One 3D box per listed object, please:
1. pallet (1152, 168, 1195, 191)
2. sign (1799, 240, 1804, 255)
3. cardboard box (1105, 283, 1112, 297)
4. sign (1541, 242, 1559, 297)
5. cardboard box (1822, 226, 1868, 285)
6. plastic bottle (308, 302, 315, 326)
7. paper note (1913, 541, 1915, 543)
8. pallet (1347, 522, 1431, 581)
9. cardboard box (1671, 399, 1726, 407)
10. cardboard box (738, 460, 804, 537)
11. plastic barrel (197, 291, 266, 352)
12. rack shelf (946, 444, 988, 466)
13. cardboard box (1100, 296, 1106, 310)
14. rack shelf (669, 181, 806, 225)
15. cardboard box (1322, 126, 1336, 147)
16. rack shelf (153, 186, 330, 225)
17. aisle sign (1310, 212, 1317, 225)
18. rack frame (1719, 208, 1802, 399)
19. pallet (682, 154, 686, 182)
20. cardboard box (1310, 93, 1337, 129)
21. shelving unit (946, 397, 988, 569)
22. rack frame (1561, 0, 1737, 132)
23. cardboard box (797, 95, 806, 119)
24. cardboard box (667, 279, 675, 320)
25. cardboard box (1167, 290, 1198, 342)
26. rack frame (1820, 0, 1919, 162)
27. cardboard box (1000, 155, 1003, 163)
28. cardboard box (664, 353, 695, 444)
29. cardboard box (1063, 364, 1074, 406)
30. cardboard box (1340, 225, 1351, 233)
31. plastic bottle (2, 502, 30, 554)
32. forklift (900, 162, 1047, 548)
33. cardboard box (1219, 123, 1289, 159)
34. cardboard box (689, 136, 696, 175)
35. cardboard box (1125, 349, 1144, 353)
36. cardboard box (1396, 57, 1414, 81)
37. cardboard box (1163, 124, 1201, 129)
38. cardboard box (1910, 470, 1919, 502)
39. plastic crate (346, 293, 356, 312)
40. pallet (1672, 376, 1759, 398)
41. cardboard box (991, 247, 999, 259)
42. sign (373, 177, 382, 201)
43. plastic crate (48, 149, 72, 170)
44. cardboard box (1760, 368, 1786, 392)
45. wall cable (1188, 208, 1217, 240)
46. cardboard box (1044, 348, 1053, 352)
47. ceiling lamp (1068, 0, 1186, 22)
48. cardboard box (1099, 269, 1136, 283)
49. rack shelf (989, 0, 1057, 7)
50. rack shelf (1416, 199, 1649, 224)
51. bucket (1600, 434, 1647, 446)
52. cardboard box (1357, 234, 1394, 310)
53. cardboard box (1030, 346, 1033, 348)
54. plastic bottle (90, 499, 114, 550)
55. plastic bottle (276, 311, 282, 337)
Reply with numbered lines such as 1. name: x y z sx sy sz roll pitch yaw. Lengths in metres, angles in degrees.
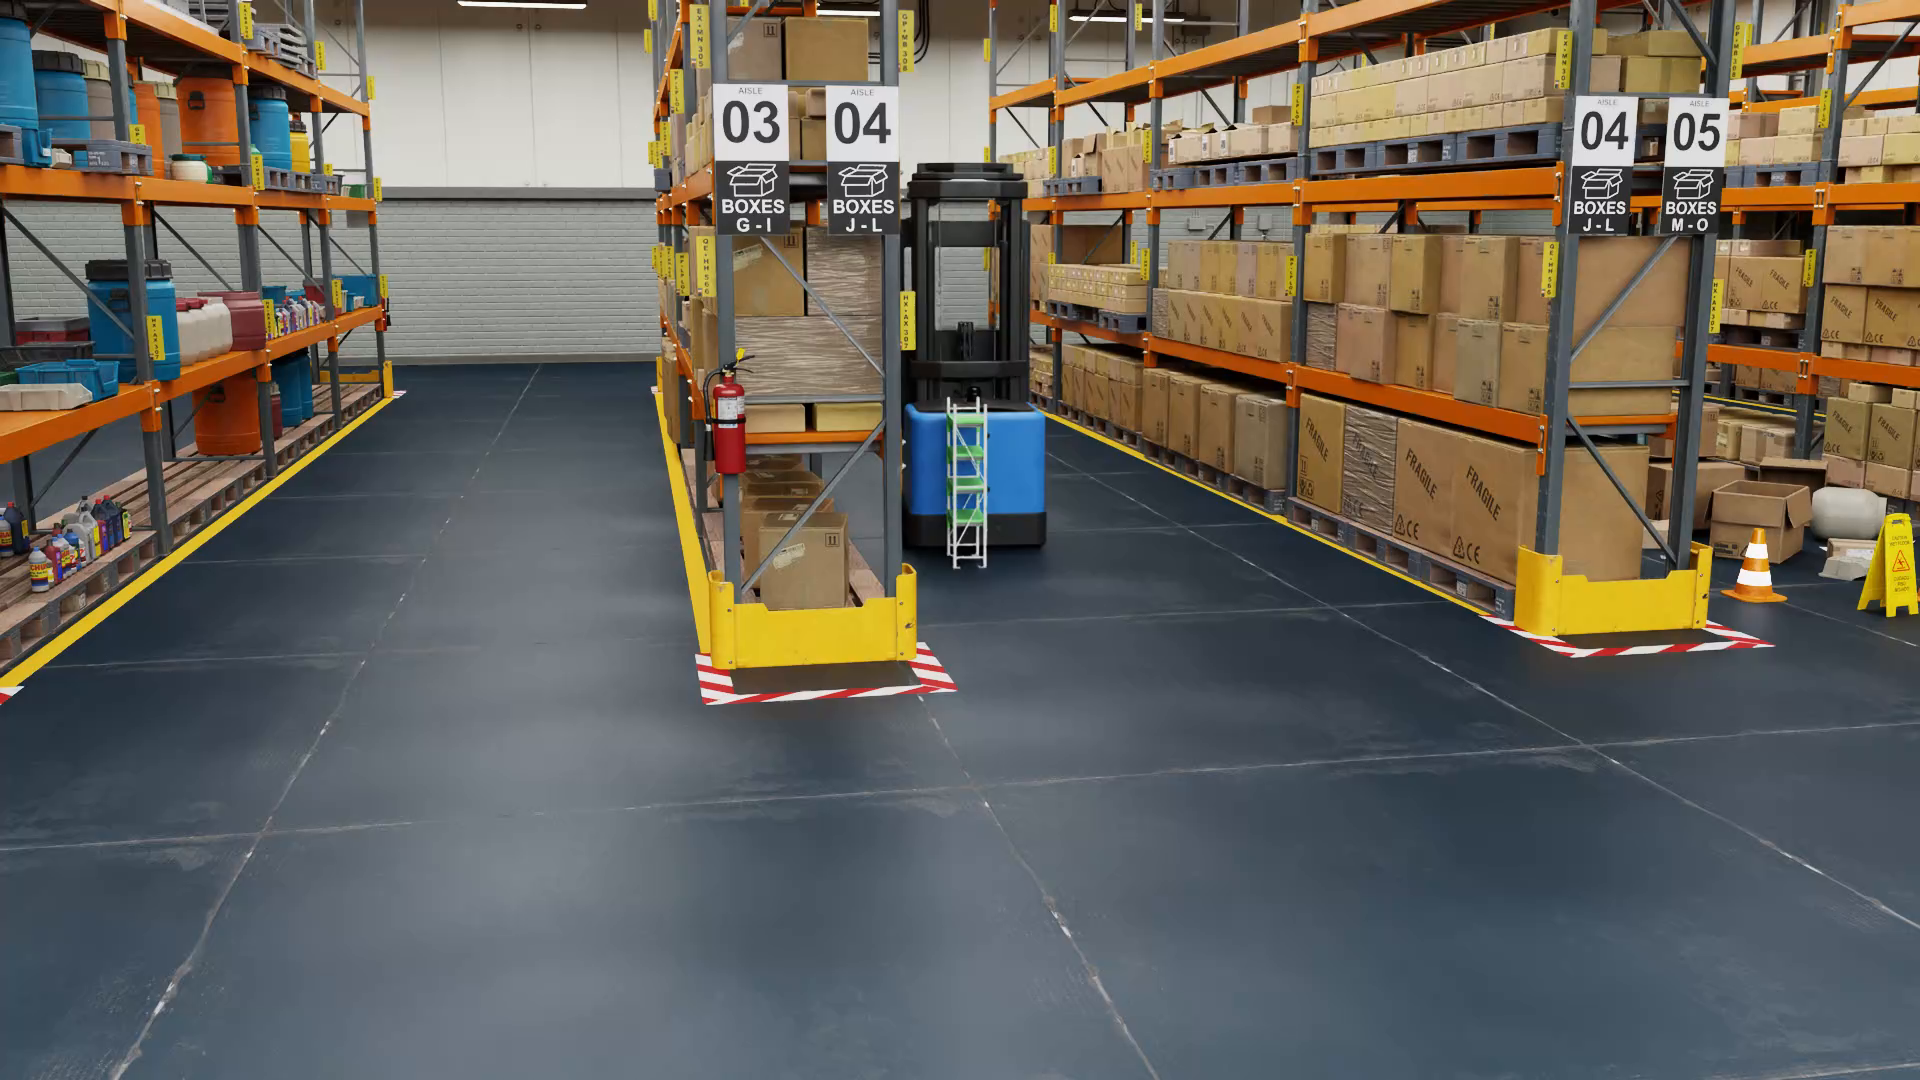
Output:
1. pallet: 2.674 -3.675 16.964 1.213 0.211 1.003 -2 11 -8
2. sign: 11.966 -4.113 23.688 0.100 0.325 0.005 -2 11 -11
3. cardboard box: 1.846 -2.810 18.693 0.380 0.149 0.250 -2 11 -10
4. sign: 3.518 -1.611 9.908 0.100 0.325 0.005 -2 11 -11
5. cardboard box: 7.983 -2.473 14.430 0.700 0.500 0.500 -2 11 -12
6. plastic bottle: -7.560 -2.613 19.237 0.152 0.276 0.135 -2 11 -11
7. paper note: 7.404 0.008 13.073 0.142 0.019 0.148 -6 13 -31
8. pallet: 3.586 0.060 12.318 1.003 0.211 1.213 -2 11 -11
9. cardboard box: 7.584 -1.285 17.831 0.950 0.372 0.625 -2 11 -12
10. cardboard box: -1.453 -0.314 12.384 0.500 0.500 0.500 1 11 7
11. plastic barrel: -6.859 -2.061 15.639 0.600 0.536 0.708 -2 11 -11
12. rack shelf: 0.049 -0.598 12.187 0.258 0.148 0.480 -1 11 -6
13. cardboard box: 1.808 -2.705 18.937 0.380 0.149 0.250 -2 11 -12
14. rack shelf: -1.999 -3.002 14.847 1.077 0.370 4.000 -2 11 -11
15. cardboard box: 3.064 -3.156 13.012 0.380 0.149 0.250 -2 11 -11
16. rack shelf: -7.636 -3.555 17.755 1.077 0.370 4.000 -2 11 -11
17. aisle sign: 5.478 -5.356 26.360 0.394 0.787 0.004 -2 11 -11
18. rack frame: 11.423 -3.524 23.687 1.000 3.000 0.127 -2 11 -11
19. pallet: -1.626 -3.013 13.485 1.213 0.211 1.003 -2 11 -11
20. cardboard box: 3.095 -3.378 13.115 0.500 0.250 0.500 -2 11 -11
21. shelving unit: 0.049 -0.425 12.220 0.258 1.200 0.503 -1 11 -6
22. rack frame: 4.052 -3.890 9.568 1.000 3.000 0.127 -2 11 -11
23. cardboard box: -0.785 -2.529 9.772 0.380 0.149 0.250 -2 11 -12
24. cardboard box: -3.322 -2.938 20.341 0.500 0.500 0.500 -2 11 -11
25. cardboard box: 2.421 -2.274 16.854 0.500 0.500 0.500 -2 11 -12
26. rack frame: 8.110 -4.822 14.465 1.000 3.000 0.127 -2 11 -11
27. cardboard box: 0.793 -5.551 24.316 0.380 0.149 0.250 -2 11 -11
28. cardboard box: -2.502 -1.538 17.815 1.225 0.875 0.875 -3 11 -14
29. cardboard box: 1.602 -1.977 21.123 0.500 0.500 0.500 -2 11 -9
30. cardboard box: 5.834 -4.574 24.528 0.380 0.149 0.250 -2 11 -12
31. plastic bottle: -6.577 -0.092 11.563 0.144 0.351 0.185 -2 11 -11
32. forklift: 0.000 -1.609 13.811 1.130 2.935 3.031 -1 11 -6
33. cardboard box: 2.718 -3.675 15.309 0.500 0.311 0.500 -3 11 -13
34. cardboard box: -1.580 -2.634 11.394 0.500 0.250 0.500 -3 11 -13
35. cardboard box: 2.315 -2.172 20.142 0.500 0.250 0.500 -3 11 -14
36. cardboard box: 3.308 -3.316 11.721 0.380 0.149 0.250 -2 11 -11
37. cardboard box: 2.500 -4.533 18.653 0.396 0.266 0.258 -2 11 -11
38. cardboard box: 8.181 -0.418 13.601 0.500 0.250 0.500 -2 11 -12
39. plastic crate: -8.152 -3.115 21.830 0.416 0.233 0.300 -2 11 -11
40. pallet: 11.290 -2.280 24.610 1.003 0.211 1.213 -2 11 -11
41. cardboard box: 0.767 -4.472 24.932 0.500 0.500 0.500 -2 11 -11
42. sign: -8.266 -4.981 23.600 0.100 0.325 0.005 -2 11 -11
43. plastic crate: -5.760 -2.399 10.461 0.243 0.136 0.396 -2 11 -11
44. cardboard box: 11.409 -2.308 22.861 0.500 0.500 0.500 -2 11 -12
45. wall cable: 4.657 -5.624 31.920 0.585 1.953 0.123 -2 11 -11
46. cardboard box: 1.448 -2.747 24.516 0.380 0.149 0.250 -3 11 -13
47. ceiling lamp: 2.876 -10.295 27.606 2.000 3.185 0.800 -2 11 -11
48. cardboard box: 1.798 -3.002 18.902 0.380 0.149 0.250 -2 11 -9
49. rack shelf: 1.330 -7.737 22.815 1.077 0.370 4.000 -2 11 -11
50. rack shelf: 6.943 -4.096 20.594 1.077 0.370 4.000 -2 11 -11
51. bucket: 5.562 -0.874 14.456 0.726 0.611 0.620 2 1 9
52. cardboard box: 3.504 -2.011 12.451 0.875 0.550 0.550 -2 11 -11
53. cardboard box: 0.881 -2.821 24.905 0.380 0.149 0.250 -2 11 -10
54. plastic bottle: -6.024 -0.107 11.642 0.144 0.351 0.185 -3 11 -14
55. plastic bottle: -7.170 -2.270 17.445 0.097 0.271 0.097 0 11 0
